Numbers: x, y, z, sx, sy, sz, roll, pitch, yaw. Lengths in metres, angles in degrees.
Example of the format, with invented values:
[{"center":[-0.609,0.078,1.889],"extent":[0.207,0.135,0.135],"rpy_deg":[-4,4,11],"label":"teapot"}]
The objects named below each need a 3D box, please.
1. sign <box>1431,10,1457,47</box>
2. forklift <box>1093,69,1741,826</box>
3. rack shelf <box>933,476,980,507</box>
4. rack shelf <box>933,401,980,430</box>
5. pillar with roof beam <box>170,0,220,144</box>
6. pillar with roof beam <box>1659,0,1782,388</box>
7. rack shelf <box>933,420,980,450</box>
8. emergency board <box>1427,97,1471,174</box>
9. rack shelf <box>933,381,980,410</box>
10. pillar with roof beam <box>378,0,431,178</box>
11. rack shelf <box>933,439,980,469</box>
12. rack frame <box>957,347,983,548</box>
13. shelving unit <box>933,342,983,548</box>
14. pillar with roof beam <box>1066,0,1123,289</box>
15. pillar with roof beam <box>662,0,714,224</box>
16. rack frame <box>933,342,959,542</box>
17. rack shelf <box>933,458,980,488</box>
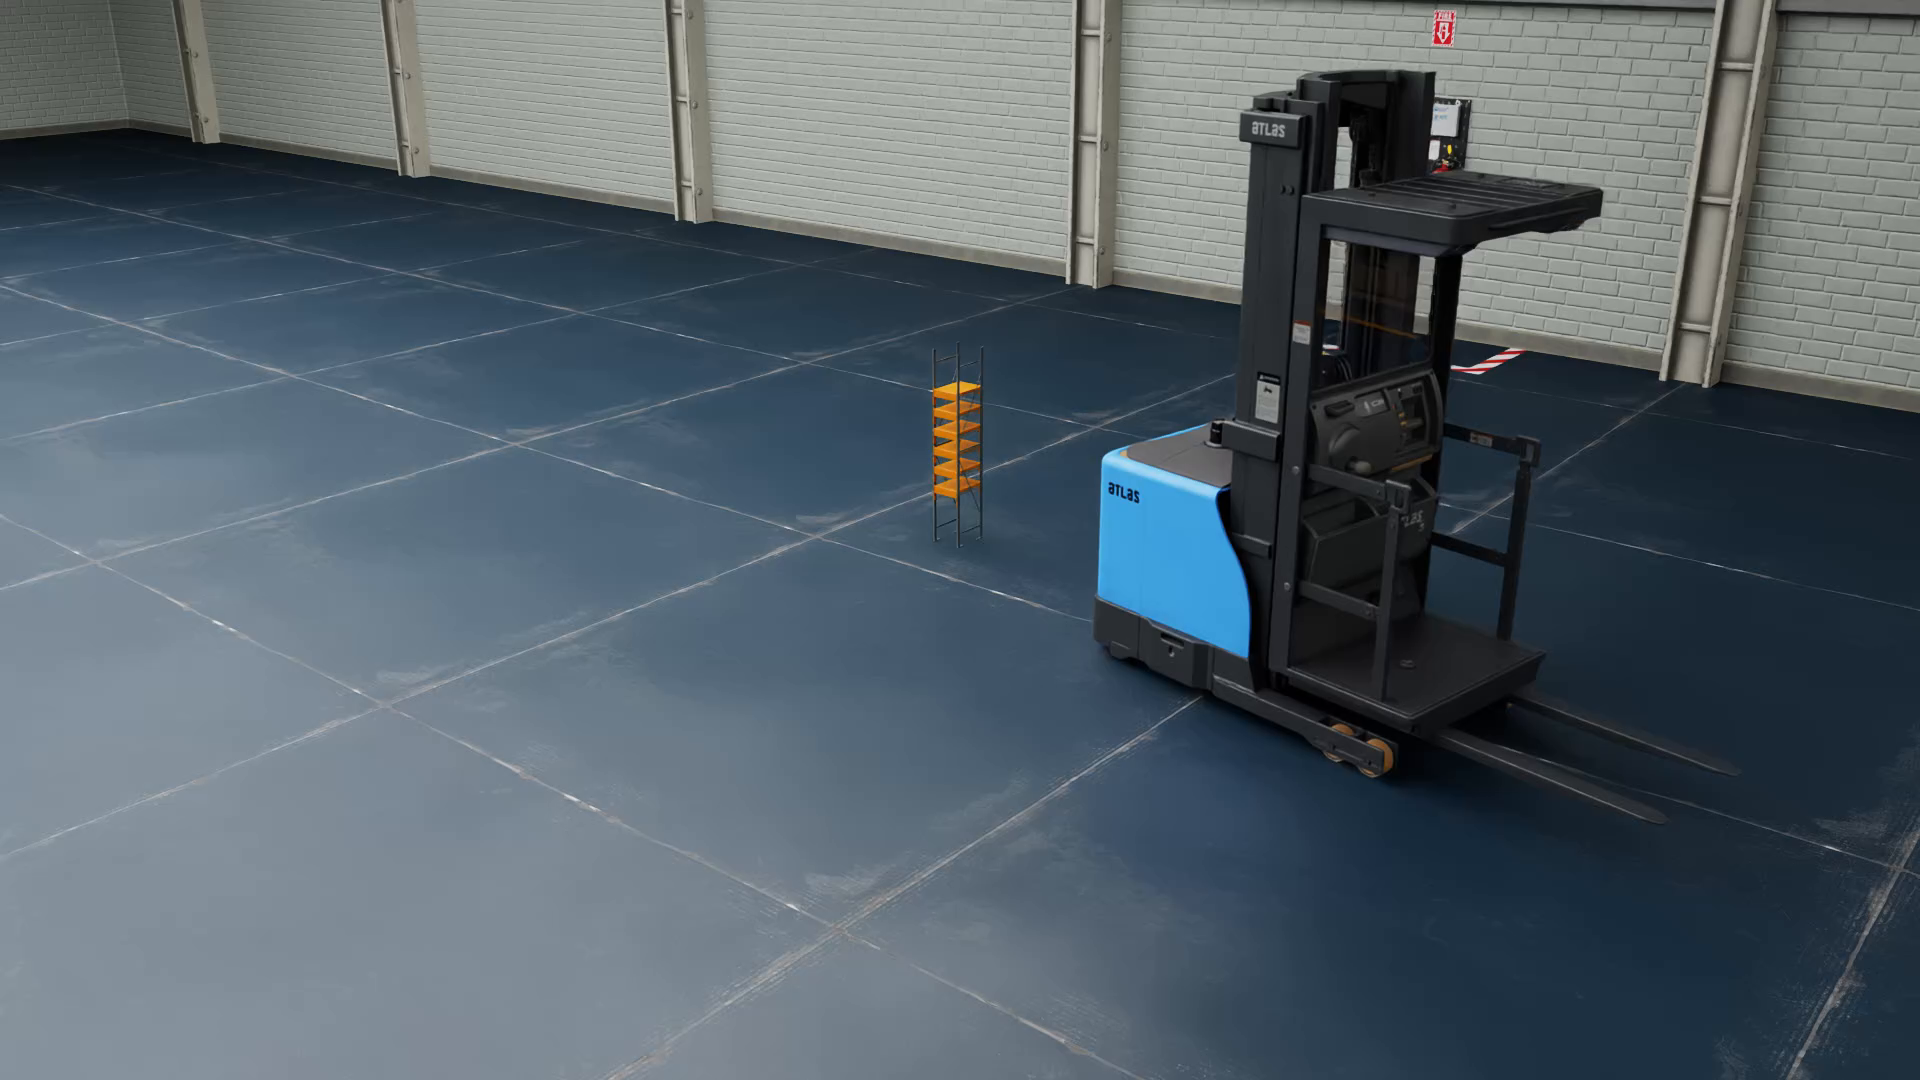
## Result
[{"center":[4.155,-4.392,14.279],"extent":[0.199,0.298,0.001],"rpy_deg":[16,26,36],"label":"sign"},{"center":[2.033,-0.520,7.393],"extent":[1.130,2.935,3.031],"rpy_deg":[-17,26,-38],"label":"forklift"},{"center":[-0.011,-0.298,10.065],"extent":[0.180,0.103,0.258],"rpy_deg":[16,26,36],"label":"rack shelf"},{"center":[-0.011,-0.748,9.896],"extent":[0.180,0.103,0.258],"rpy_deg":[16,26,36],"label":"rack shelf"},{"center":[-15.327,-9.701,23.141],"extent":[0.400,9.000,9.100],"rpy_deg":[16,26,36],"label":"pillar with roof beam"},{"center":[3.267,-4.347,8.942],"extent":[0.400,9.000,9.100],"rpy_deg":[16,26,36],"label":"pillar with roof beam"},{"center":[-0.011,-0.635,9.938],"extent":[0.180,0.103,0.258],"rpy_deg":[16,26,36],"label":"rack shelf"},{"center":[4.098,-3.278,14.611],"extent":[0.643,1.169,0.194],"rpy_deg":[16,26,36],"label":"emergency board"},{"center":[-0.011,-0.860,9.854],"extent":[0.180,0.103,0.258],"rpy_deg":[16,26,36],"label":"rack shelf"},{"center":[-10.678,-8.363,19.591],"extent":[0.400,9.000,9.100],"rpy_deg":[16,26,36],"label":"pillar with roof beam"},{"center":[-0.011,-0.523,9.981],"extent":[0.180,0.103,0.258],"rpy_deg":[16,26,36],"label":"rack shelf"},{"center":[0.060,-0.544,9.911],"extent":[0.006,1.200,0.240],"rpy_deg":[16,26,36],"label":"rack frame"},{"center":[-0.011,-0.565,9.965],"extent":[0.189,1.200,0.258],"rpy_deg":[16,26,36],"label":"shelving unit"},{"center":[-1.382,-5.685,12.492],"extent":[0.400,9.000,9.100],"rpy_deg":[16,26,36],"label":"pillar with roof beam"},{"center":[-6.030,-7.024,16.041],"extent":[0.400,9.000,9.100],"rpy_deg":[16,26,36],"label":"pillar with roof beam"},{"center":[-0.082,-0.585,10.019],"extent":[0.006,1.200,0.240],"rpy_deg":[16,26,36],"label":"rack frame"},{"center":[-0.011,-0.411,10.023],"extent":[0.180,0.103,0.258],"rpy_deg":[16,26,36],"label":"rack shelf"}]
